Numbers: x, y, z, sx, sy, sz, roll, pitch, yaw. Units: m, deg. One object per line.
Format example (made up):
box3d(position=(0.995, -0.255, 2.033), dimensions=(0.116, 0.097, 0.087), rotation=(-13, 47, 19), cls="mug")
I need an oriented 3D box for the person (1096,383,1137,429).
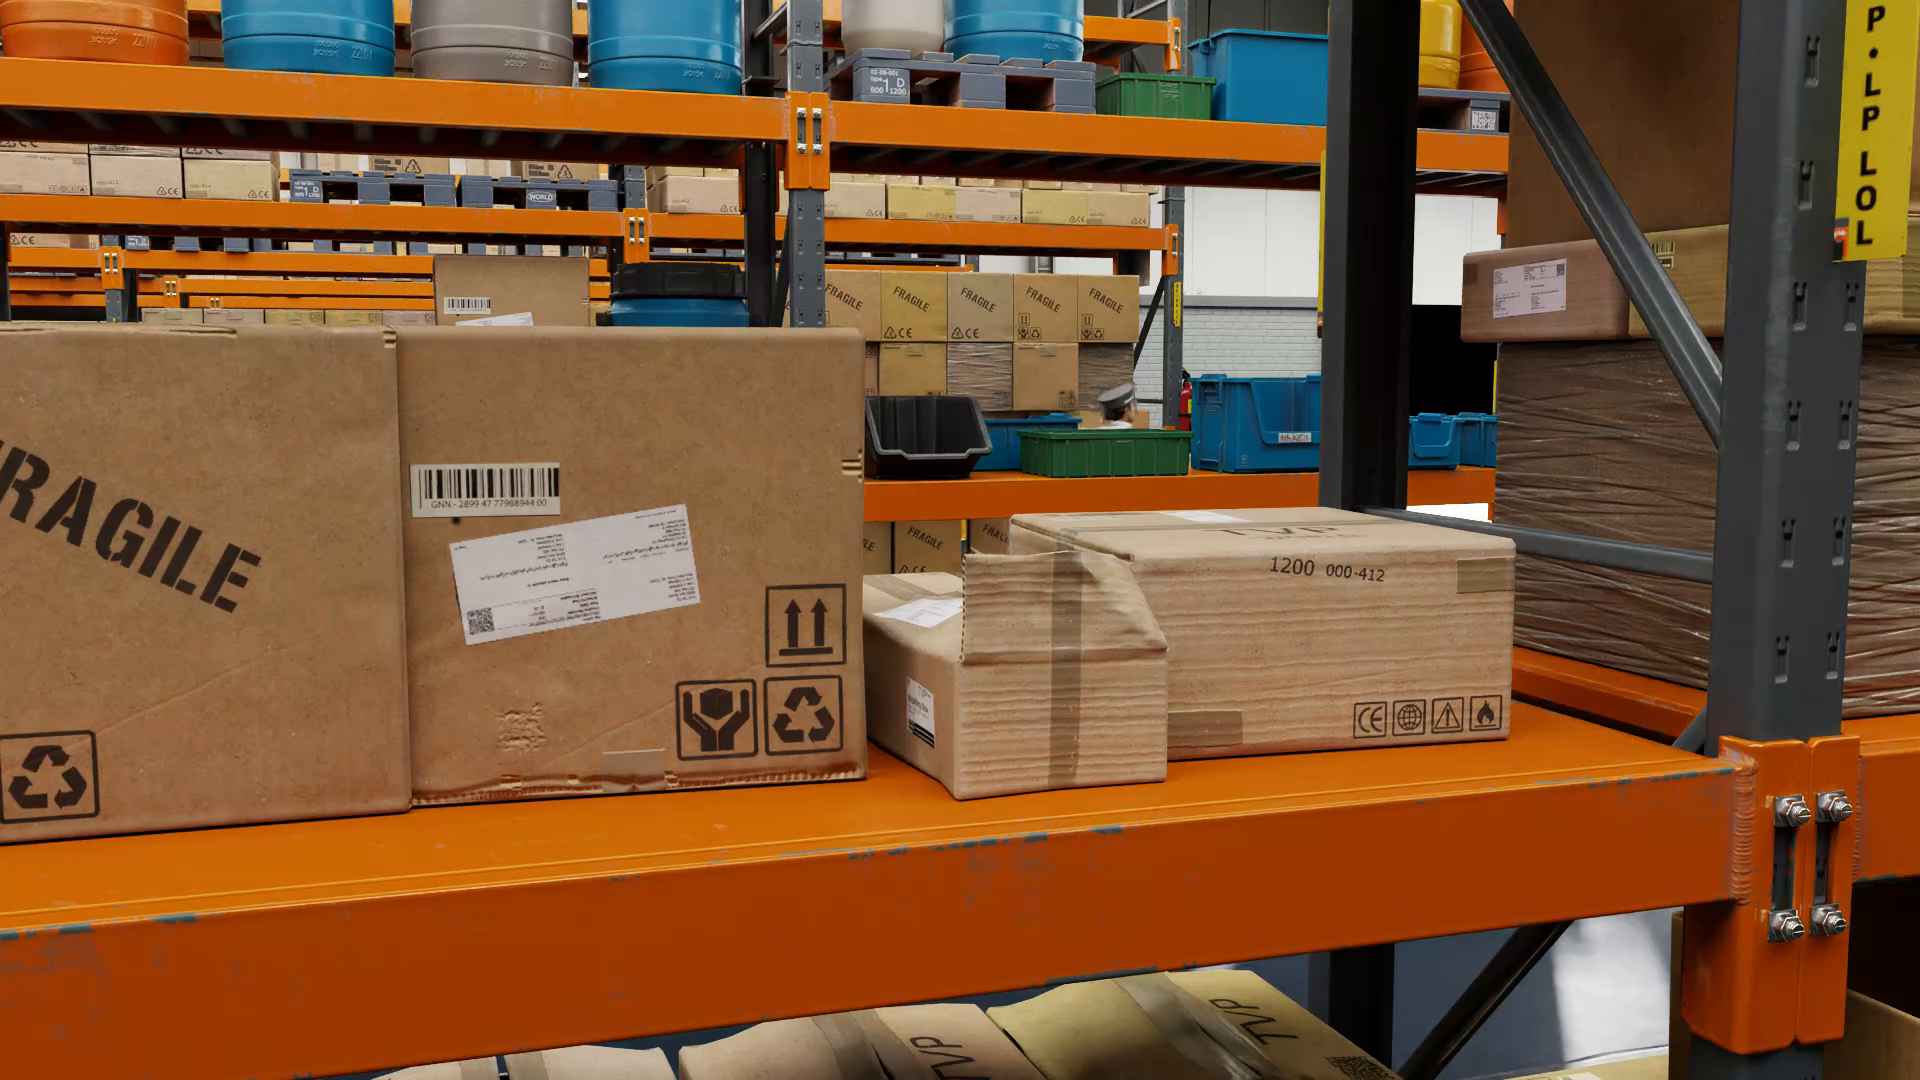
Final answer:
box3d(position=(1.133, -0.231, 11.141), dimensions=(1.018, 1.633, 0.499), rotation=(-4, 7, -31), cls="person")
